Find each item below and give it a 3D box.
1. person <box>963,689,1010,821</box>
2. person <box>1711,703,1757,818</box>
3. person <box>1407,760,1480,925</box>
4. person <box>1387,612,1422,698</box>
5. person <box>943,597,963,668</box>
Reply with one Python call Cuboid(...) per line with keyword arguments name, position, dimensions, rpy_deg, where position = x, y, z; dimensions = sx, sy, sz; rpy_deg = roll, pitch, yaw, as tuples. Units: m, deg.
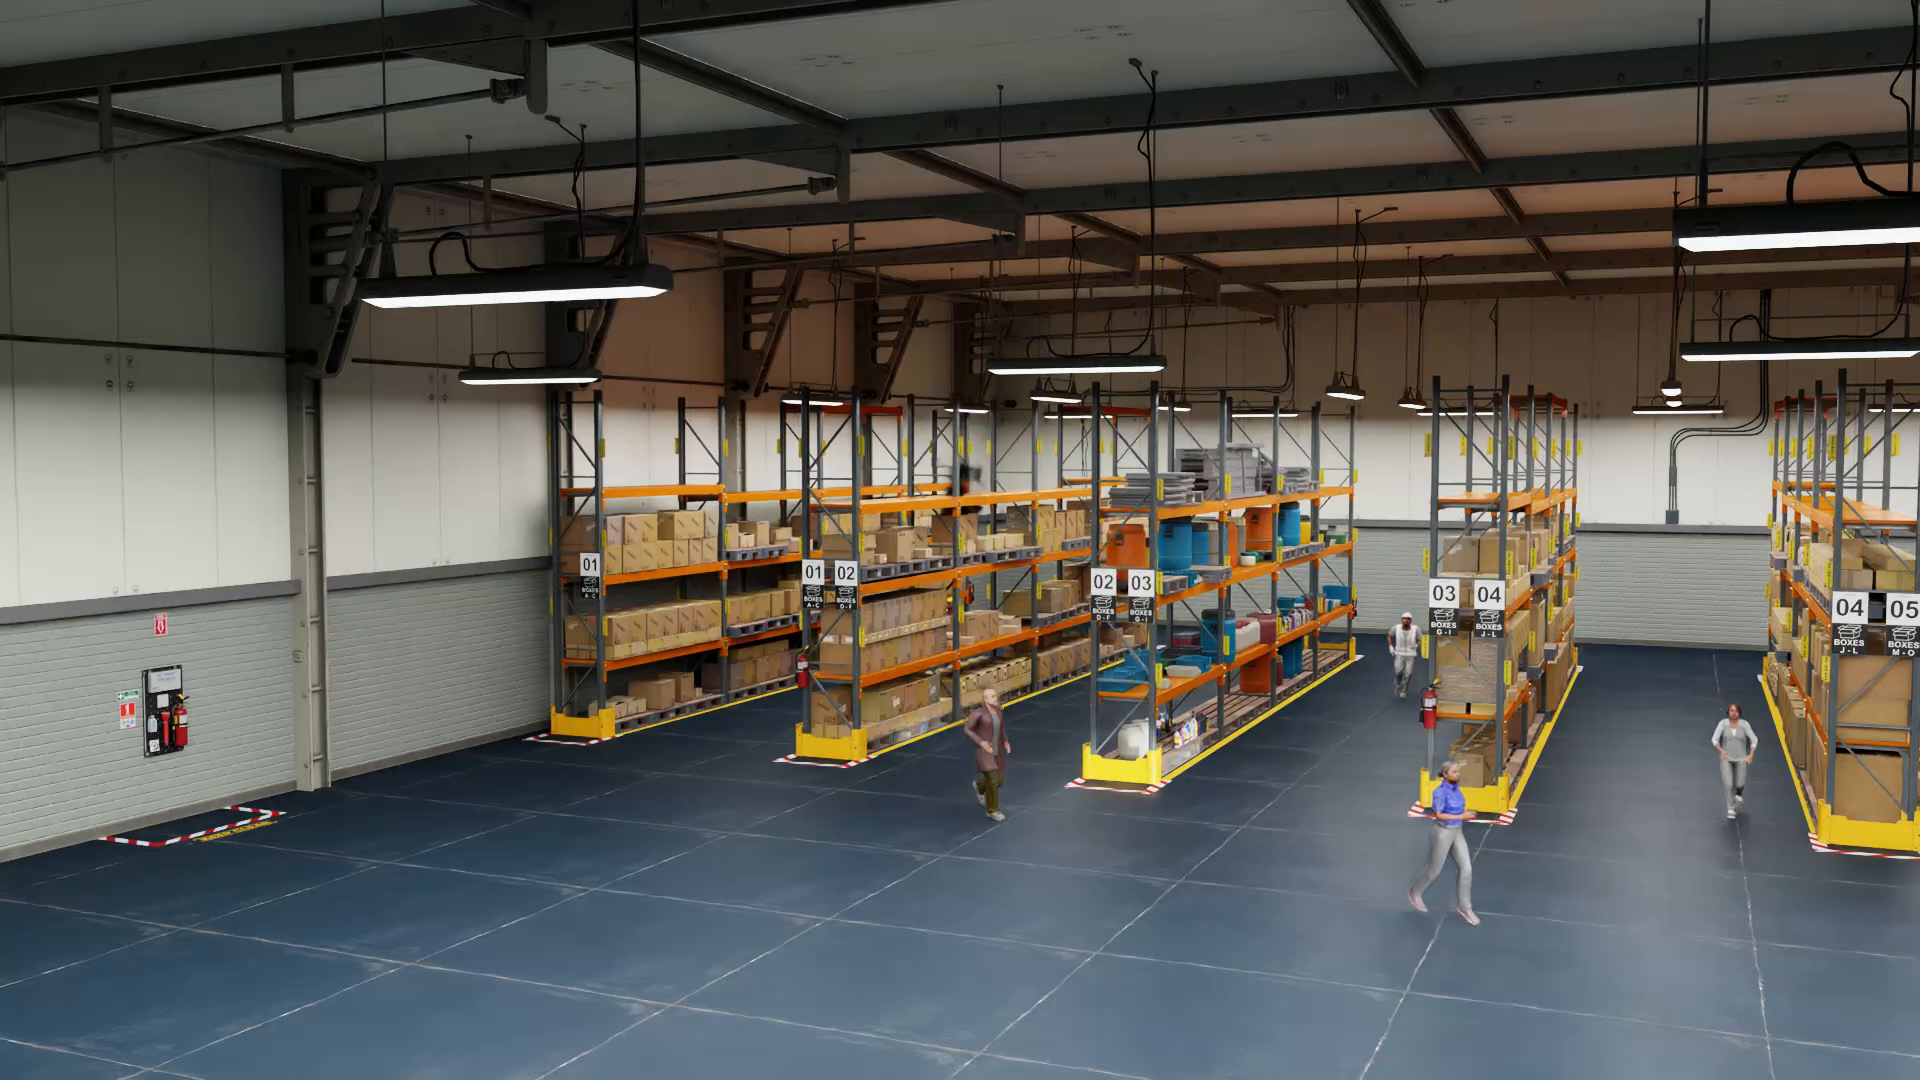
Cuboid(name="person", position=(0.341, 2.890, 22.558), dimensions=(0.710, 1.757, 0.761), rpy_deg=(-3, 4, -41))
Cuboid(name="person", position=(10.491, 3.070, 22.545), dimensions=(0.567, 1.373, 0.571), rpy_deg=(1, 3, 23))
Cuboid(name="person", position=(5.145, 3.195, 17.689), dimensions=(0.578, 1.698, 0.817), rpy_deg=(-3, 4, -39))
Cuboid(name="person", position=(8.849, 2.299, 33.053), dimensions=(0.681, 1.732, 0.619), rpy_deg=(1, 3, 13))
Cuboid(name="person", position=(-0.119, 2.148, 35.984), dimensions=(0.704, 1.835, 0.745), rpy_deg=(2, 4, 29))
